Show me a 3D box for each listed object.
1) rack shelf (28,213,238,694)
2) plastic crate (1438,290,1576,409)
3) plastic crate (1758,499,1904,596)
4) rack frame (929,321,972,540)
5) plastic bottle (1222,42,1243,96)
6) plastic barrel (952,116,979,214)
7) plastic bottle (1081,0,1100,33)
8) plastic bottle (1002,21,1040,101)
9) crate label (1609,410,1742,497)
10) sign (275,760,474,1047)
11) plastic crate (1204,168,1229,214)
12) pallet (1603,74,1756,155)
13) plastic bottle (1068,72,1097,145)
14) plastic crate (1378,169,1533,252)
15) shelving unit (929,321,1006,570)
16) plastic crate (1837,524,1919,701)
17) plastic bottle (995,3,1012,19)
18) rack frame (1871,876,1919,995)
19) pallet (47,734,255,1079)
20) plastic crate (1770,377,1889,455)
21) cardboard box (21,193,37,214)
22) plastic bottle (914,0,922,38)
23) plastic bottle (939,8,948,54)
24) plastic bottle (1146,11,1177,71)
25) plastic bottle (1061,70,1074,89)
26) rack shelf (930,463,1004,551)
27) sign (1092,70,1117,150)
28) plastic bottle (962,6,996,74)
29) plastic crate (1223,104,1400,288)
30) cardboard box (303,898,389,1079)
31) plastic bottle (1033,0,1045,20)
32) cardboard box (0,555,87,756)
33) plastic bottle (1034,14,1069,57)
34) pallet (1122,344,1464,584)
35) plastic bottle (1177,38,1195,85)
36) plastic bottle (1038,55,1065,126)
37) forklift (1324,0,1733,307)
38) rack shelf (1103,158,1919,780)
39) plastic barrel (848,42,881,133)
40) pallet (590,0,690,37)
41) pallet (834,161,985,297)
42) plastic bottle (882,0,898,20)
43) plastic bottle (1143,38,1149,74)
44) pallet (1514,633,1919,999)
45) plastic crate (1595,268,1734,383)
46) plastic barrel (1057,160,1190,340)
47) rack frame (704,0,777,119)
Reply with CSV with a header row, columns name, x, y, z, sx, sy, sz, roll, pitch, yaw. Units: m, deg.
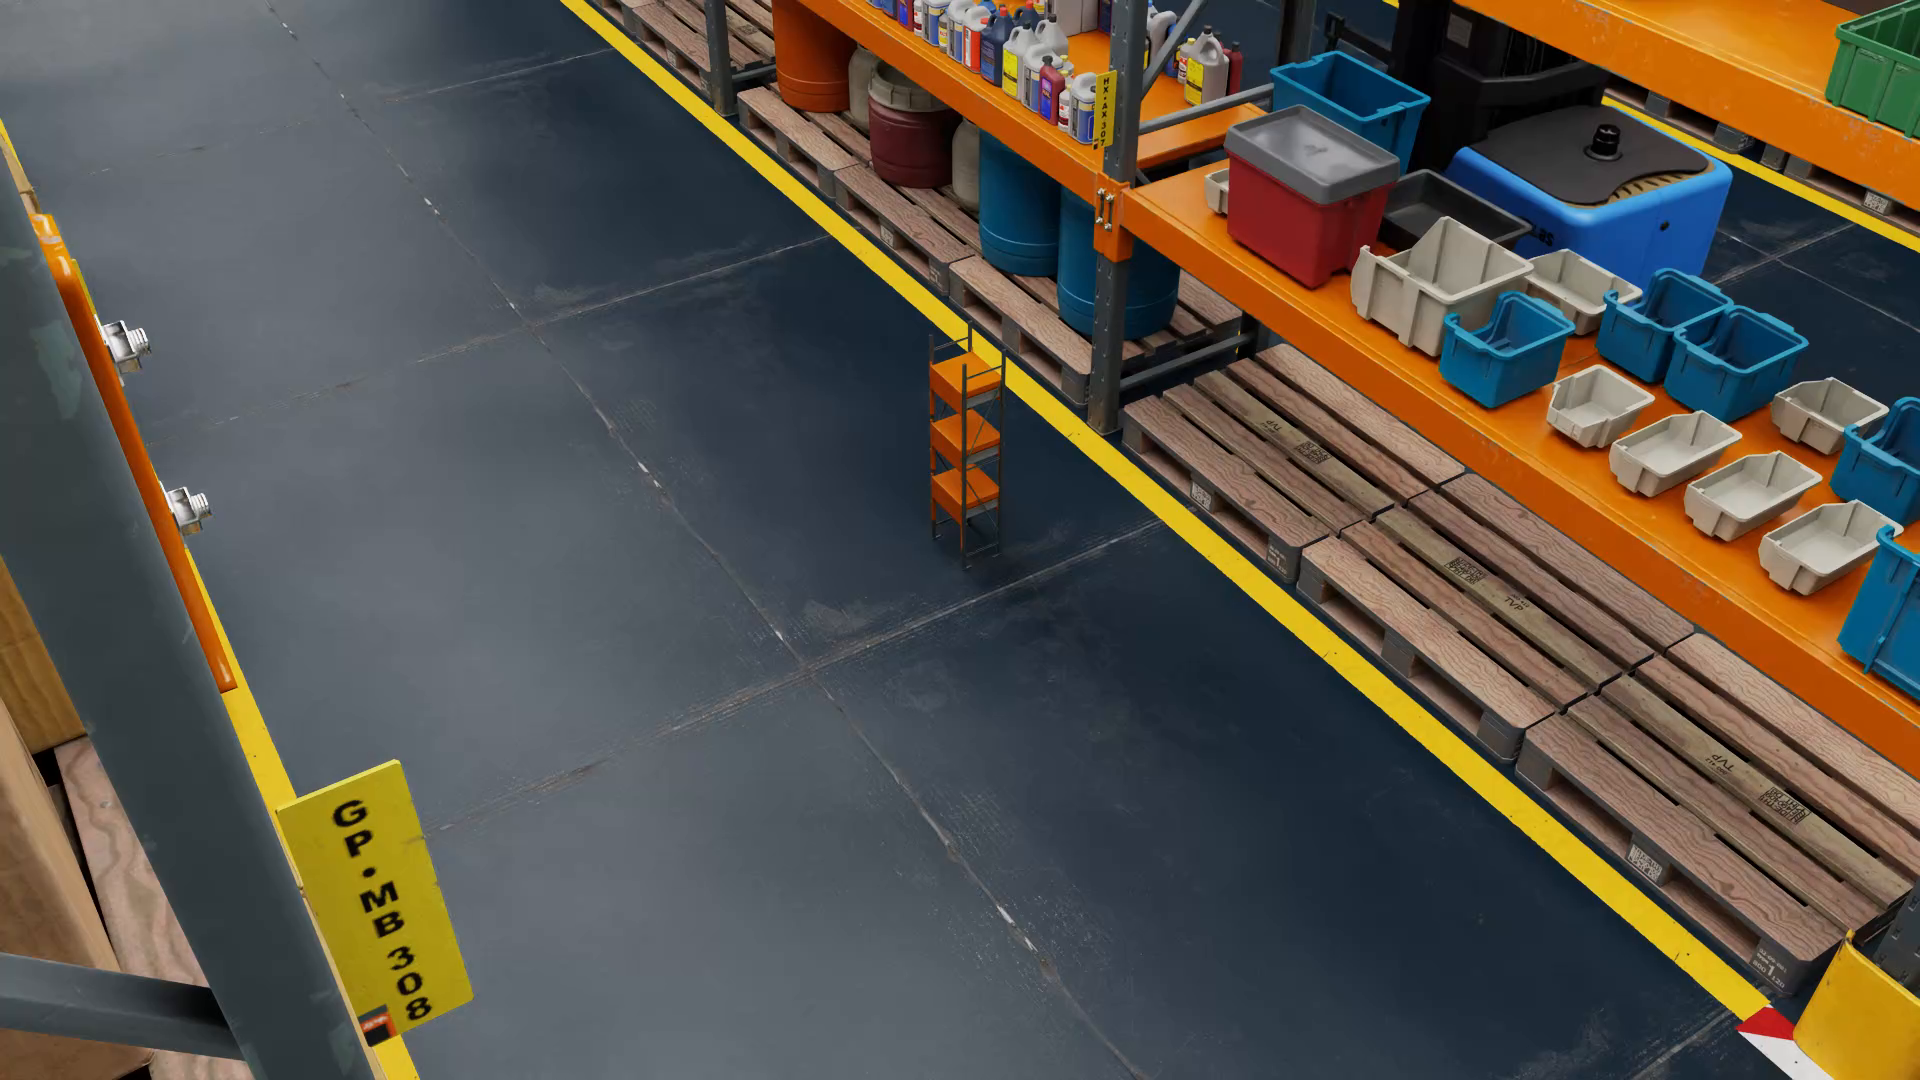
name,x,y,z,sx,sy,sz,roll,pitch,yaw
rack shelf,-2.044,-0.927,2.208,1.077,0.370,4.000,-22,45,-24
plastic crate,1.887,-0.657,5.779,0.416,0.233,0.300,-22,45,-24
plastic crate,2.616,0.023,5.039,0.396,0.136,0.243,-22,45,-24
rack frame,-0.037,-0.440,6.958,0.200,1.050,0.008,-22,45,-24
plastic bottle,1.219,-2.137,7.562,0.061,0.283,0.133,-22,45,-24
plastic barrel,0.169,-2.060,8.994,0.421,0.512,0.421,0,40,0
plastic bottle,0.631,-2.670,8.208,0.152,0.276,0.135,-22,45,-24
plastic bottle,0.286,-2.201,7.587,0.144,0.351,0.185,-22,45,-24
crate label,2.302,-0.281,5.403,0.396,0.136,0.243,-22,45,-24
sign,-0.498,0.321,1.434,0.100,0.325,0.005,-22,45,-24
plastic crate,1.186,-1.458,6.816,0.396,0.136,0.243,-22,45,-24
pallet,4.765,-2.895,10.559,1.003,0.211,1.213,-22,45,-24
plastic bottle,0.572,-1.891,7.273,0.152,0.276,0.135,-22,45,-24
plastic crate,1.885,-1.243,6.566,0.437,0.125,0.590,-22,45,-24
shelving unit,0.029,-0.374,6.879,0.215,1.050,0.252,-22,45,-24
plastic crate,2.869,0.169,4.629,0.616,0.435,0.499,-22,45,-24
plastic bottle,0.199,-2.411,7.901,0.097,0.271,0.097,0,40,0
rack frame,3.207,0.322,4.520,1.000,3.000,0.127,-22,45,-24
pallet,-1.377,0.512,2.019,1.003,0.211,1.213,-22,45,-24
plastic crate,2.884,-0.414,5.563,0.250,0.136,0.298,-22,45,-24
cardboard box,-4.444,-0.773,7.166,1.225,0.875,0.875,-22,45,-24
plastic bottle,-0.178,-2.582,8.161,0.097,0.201,0.097,0,40,0
plastic bottle,-0.054,-2.457,8.011,0.097,0.201,0.097,0,40,0
plastic bottle,0.932,-2.368,7.845,0.152,0.276,0.135,-22,45,-24
plastic bottle,0.466,-2.008,7.472,0.097,0.201,0.097,0,40,0
rack shelf,0.029,-0.153,7.064,0.215,0.259,0.240,-22,45,-24
sign,0.591,-1.755,6.797,0.100,0.325,0.005,-22,45,-24
plastic bottle,0.104,-2.360,7.836,0.152,0.276,0.135,-22,45,-24
plastic crate,1.325,-1.316,6.390,0.402,0.464,0.583,-22,45,-24
cardboard box,-1.268,1.060,2.933,0.500,0.500,0.500,-23,45,-25
plastic bottle,0.411,-2.713,8.318,0.097,0.201,0.097,0,40,0
cardboard box,-1.495,0.029,2.045,0.700,0.500,0.500,-24,45,-26
plastic bottle,0.408,-2.251,7.647,0.144,0.351,0.185,-22,45,-24
pallet,1.484,-0.382,7.544,1.003,0.211,1.213,-22,45,-24
plastic bottle,1.070,-2.233,7.742,0.097,0.201,0.097,0,40,0
plastic bottle,0.409,-2.003,7.401,0.061,0.283,0.133,-22,45,-24
forklift,2.430,-2.688,8.186,1.130,2.935,3.031,-19,43,-22
rack shelf,2.132,-0.481,6.046,1.077,0.370,4.000,-22,45,-24
plastic barrel,-0.438,-2.669,9.725,0.421,0.512,0.421,0,40,0
pallet,-2.130,-4.014,11.902,1.003,0.211,1.213,-22,45,-24
pallet,0.016,-1.856,9.312,1.003,0.211,1.213,-22,45,-24
plastic bottle,-0.306,-2.796,8.301,0.144,0.351,0.185,-22,45,-24
plastic bottle,0.837,-2.286,7.805,0.097,0.201,0.097,0,40,0
pallet,2.796,0.935,5.963,1.003,0.211,1.213,-22,45,-24
plastic crate,2.482,-0.756,5.898,0.416,0.233,0.300,-22,45,-24
plastic barrel,0.778,-1.492,8.008,0.600,0.901,0.708,-22,45,-24
rack frame,-1.095,-3.996,9.702,1.000,3.000,0.127,-22,45,-24
